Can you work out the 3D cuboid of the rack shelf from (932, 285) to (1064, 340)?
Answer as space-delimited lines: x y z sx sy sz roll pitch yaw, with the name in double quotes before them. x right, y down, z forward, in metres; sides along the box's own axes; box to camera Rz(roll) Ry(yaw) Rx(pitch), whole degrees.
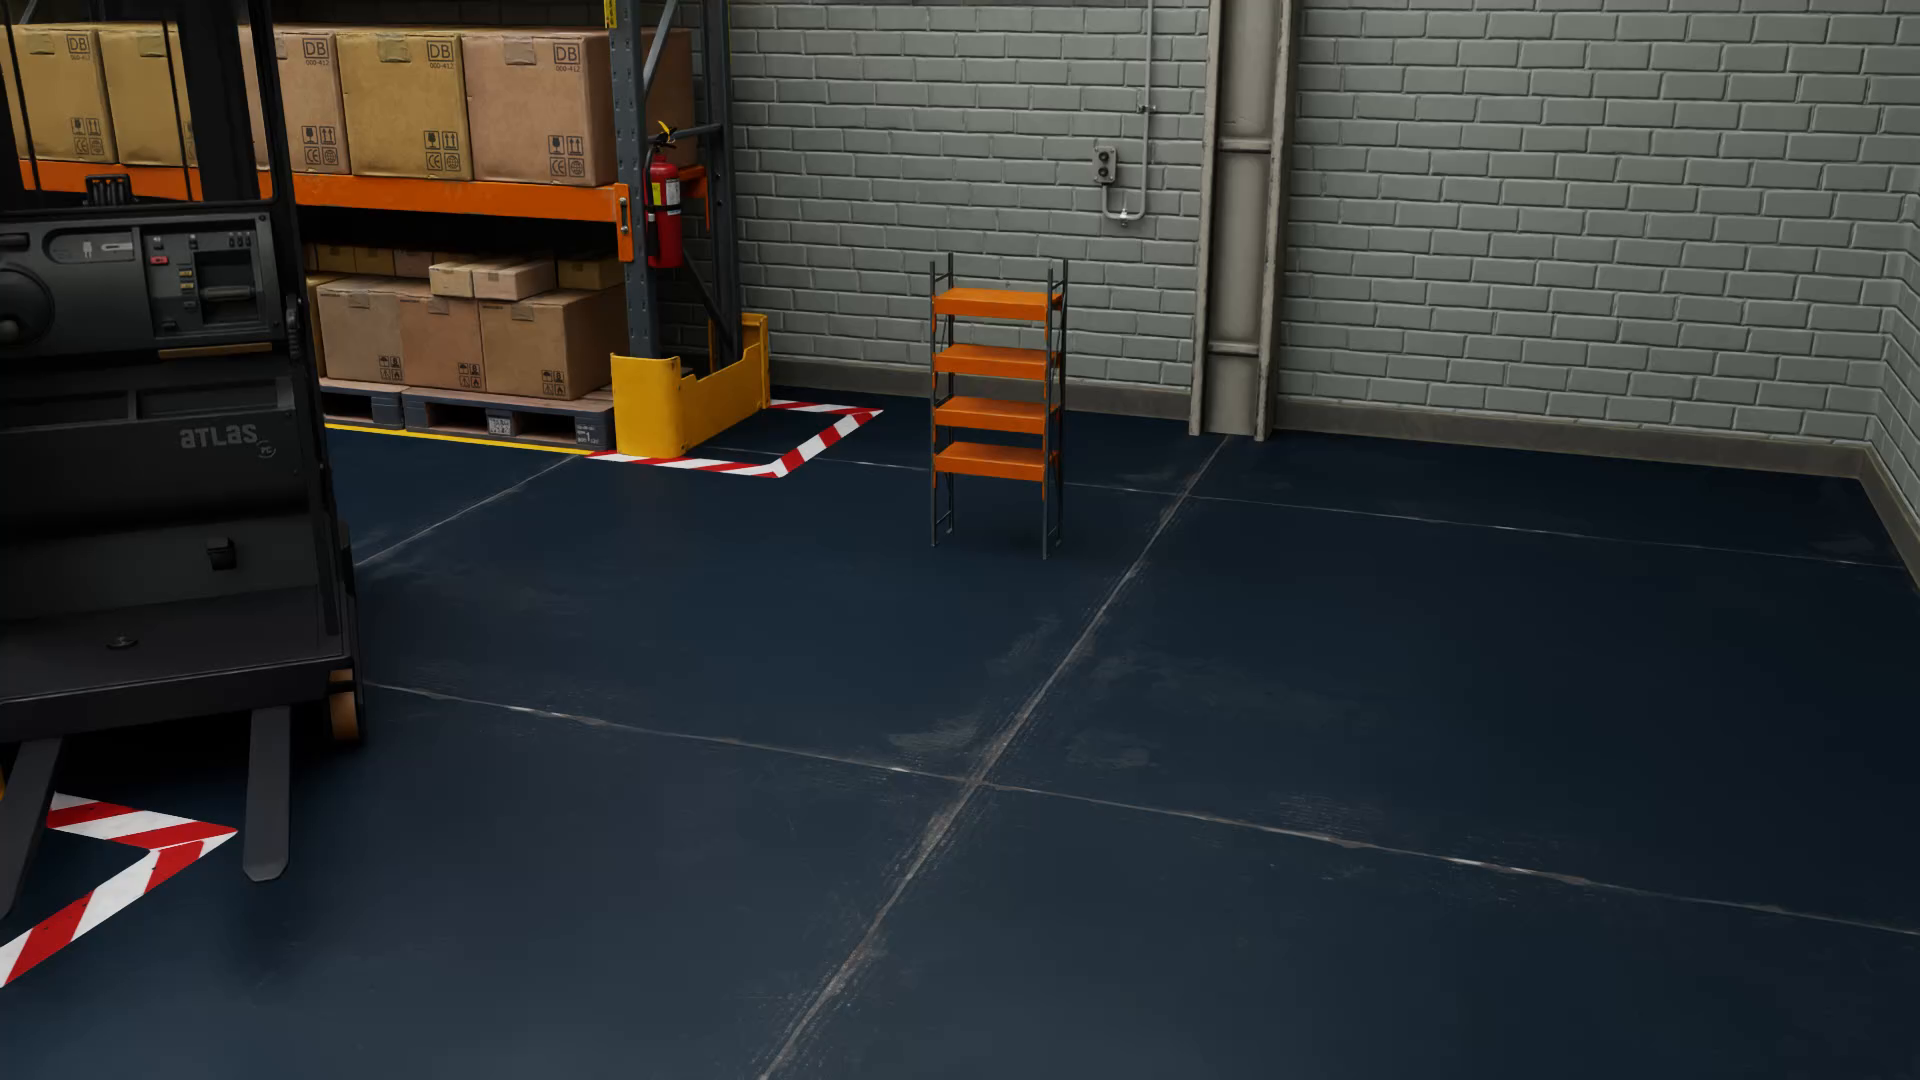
"rack shelf" 0.156 -0.920 6.698 0.480 0.148 0.258 7 20 18

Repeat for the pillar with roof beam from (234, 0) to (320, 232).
"pillar with roof beam" -5.654 -4.133 5.261 0.400 9.000 9.100 7 20 18

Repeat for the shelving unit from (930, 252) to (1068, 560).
"shelving unit" 0.156 -0.549 6.827 0.503 1.200 0.258 7 20 18

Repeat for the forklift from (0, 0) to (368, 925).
"forklift" -2.501 -0.780 4.861 1.130 2.935 3.031 -7 20 -19

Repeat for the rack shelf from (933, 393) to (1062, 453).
"rack shelf" 0.156 -0.485 6.850 0.480 0.148 0.258 7 20 18

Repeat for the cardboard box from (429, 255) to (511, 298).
"cardboard box" -2.525 -1.367 8.614 0.250 0.149 0.380 7 20 20

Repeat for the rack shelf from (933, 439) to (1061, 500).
"rack shelf" 0.156 -0.298 6.915 0.480 0.148 0.258 7 20 18

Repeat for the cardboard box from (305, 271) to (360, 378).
"cardboard box" -3.556 -1.239 9.234 0.500 0.500 0.700 7 20 19

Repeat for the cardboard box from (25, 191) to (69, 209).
"cardboard box" -5.843 -1.658 9.904 0.750 0.750 0.750 7 20 19

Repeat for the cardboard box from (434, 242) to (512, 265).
"cardboard box" -2.633 -1.512 9.032 0.250 0.149 0.380 7 20 19

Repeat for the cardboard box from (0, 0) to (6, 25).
"cardboard box" -5.712 -2.967 9.259 0.500 0.250 0.500 7 20 19

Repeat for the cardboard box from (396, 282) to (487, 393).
"cardboard box" -2.575 -1.130 8.920 0.500 0.500 0.700 6 20 18

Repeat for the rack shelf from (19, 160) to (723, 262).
"rack shelf" -3.297 -1.890 9.033 4.000 0.370 1.077 7 20 18

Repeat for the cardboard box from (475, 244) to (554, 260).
"cardboard box" -2.397 -1.485 8.954 0.250 0.149 0.380 7 20 18

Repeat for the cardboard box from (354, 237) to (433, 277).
"cardboard box" -3.116 -1.567 9.189 0.250 0.149 0.380 7 20 19

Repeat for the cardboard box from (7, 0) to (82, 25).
"cardboard box" -5.535 -3.127 9.717 0.500 0.250 0.500 7 20 20

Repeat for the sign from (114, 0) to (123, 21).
"sign" -5.006 -3.064 9.874 0.005 0.325 0.100 7 20 18

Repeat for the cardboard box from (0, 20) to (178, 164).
"cardboard box" -4.679 -2.523 9.302 0.700 0.700 0.980 7 20 19

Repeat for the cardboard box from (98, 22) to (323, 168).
"cardboard box" -3.992 -2.443 9.071 0.700 0.700 0.980 6 20 17

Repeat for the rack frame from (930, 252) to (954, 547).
"rack frame" -0.074 -0.575 6.903 0.015 1.200 0.240 7 20 18

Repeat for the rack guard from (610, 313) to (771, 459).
"rack guard" -1.385 -0.830 8.699 0.348 0.500 1.175 7 20 18

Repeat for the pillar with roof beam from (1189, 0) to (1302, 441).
"pillar with roof beam" 0.014 -3.485 3.402 0.400 9.000 9.100 7 20 18

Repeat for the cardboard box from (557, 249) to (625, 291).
"cardboard box" -1.918 -1.431 8.798 0.250 0.149 0.380 7 20 18

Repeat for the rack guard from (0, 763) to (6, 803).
"rack guard" -3.102 0.700 4.310 0.348 0.500 1.175 7 20 18

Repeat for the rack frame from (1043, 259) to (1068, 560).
"rack frame" 0.387 -0.522 6.752 0.015 1.200 0.240 7 20 18

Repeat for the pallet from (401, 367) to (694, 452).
"pallet" -2.189 -0.758 8.932 1.213 0.211 1.003 7 20 18

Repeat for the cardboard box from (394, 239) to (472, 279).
"cardboard box" -2.874 -1.540 9.110 0.250 0.149 0.380 7 20 19

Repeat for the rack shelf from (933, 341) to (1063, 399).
"rack shelf" 0.156 -0.696 6.776 0.480 0.148 0.258 7 20 18

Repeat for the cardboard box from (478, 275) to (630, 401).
"cardboard box" -2.102 -1.076 8.765 0.500 0.500 0.700 7 20 18

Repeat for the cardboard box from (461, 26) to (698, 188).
"cardboard box" -1.893 -2.207 8.394 0.700 0.700 0.980 7 21 21

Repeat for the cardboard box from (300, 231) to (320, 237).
"cardboard box" -3.838 -1.650 9.426 0.250 0.149 0.380 6 20 16

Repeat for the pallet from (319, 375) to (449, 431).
"pallet" -3.337 -0.891 9.311 1.213 0.211 1.003 7 20 18

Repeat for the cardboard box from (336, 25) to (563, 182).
"cardboard box" -2.584 -2.282 8.610 0.700 0.700 0.980 6 20 18

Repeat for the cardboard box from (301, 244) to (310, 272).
"cardboard box" -3.757 -1.507 9.016 0.250 0.149 0.380 6 20 17

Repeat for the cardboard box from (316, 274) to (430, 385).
"cardboard box" -3.050 -1.184 9.075 0.500 0.500 0.700 6 20 16

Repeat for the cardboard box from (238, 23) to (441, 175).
"cardboard box" -3.301 -2.367 8.854 0.700 0.700 0.980 6 20 15

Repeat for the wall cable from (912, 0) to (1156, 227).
"wall cable" 0.112 -2.649 8.574 1.851 1.984 0.084 7 20 18

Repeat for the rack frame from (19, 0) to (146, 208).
"rack frame" -5.186 -2.445 9.534 0.127 3.000 1.000 7 20 18

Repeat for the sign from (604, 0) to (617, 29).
"sign" -1.599 -2.505 7.585 0.005 0.325 0.100 7 20 18

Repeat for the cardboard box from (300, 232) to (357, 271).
"cardboard box" -3.600 -1.622 9.347 0.250 0.149 0.380 7 20 19

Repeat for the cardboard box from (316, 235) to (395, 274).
"cardboard box" -3.355 -1.595 9.268 0.250 0.149 0.380 6 20 17

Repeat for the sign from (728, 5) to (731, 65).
"sign" -1.220 -2.631 8.632 0.005 0.325 0.100 7 20 18

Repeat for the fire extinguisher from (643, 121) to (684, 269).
"fire extinguisher" -1.417 -1.641 7.910 0.183 0.674 0.296 7 20 18

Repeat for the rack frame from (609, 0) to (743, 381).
"rack frame" -1.408 -2.013 8.295 0.127 3.000 1.000 7 20 18

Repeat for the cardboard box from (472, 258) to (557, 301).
"cardboard box" -2.283 -1.339 8.535 0.250 0.149 0.380 6 20 17
